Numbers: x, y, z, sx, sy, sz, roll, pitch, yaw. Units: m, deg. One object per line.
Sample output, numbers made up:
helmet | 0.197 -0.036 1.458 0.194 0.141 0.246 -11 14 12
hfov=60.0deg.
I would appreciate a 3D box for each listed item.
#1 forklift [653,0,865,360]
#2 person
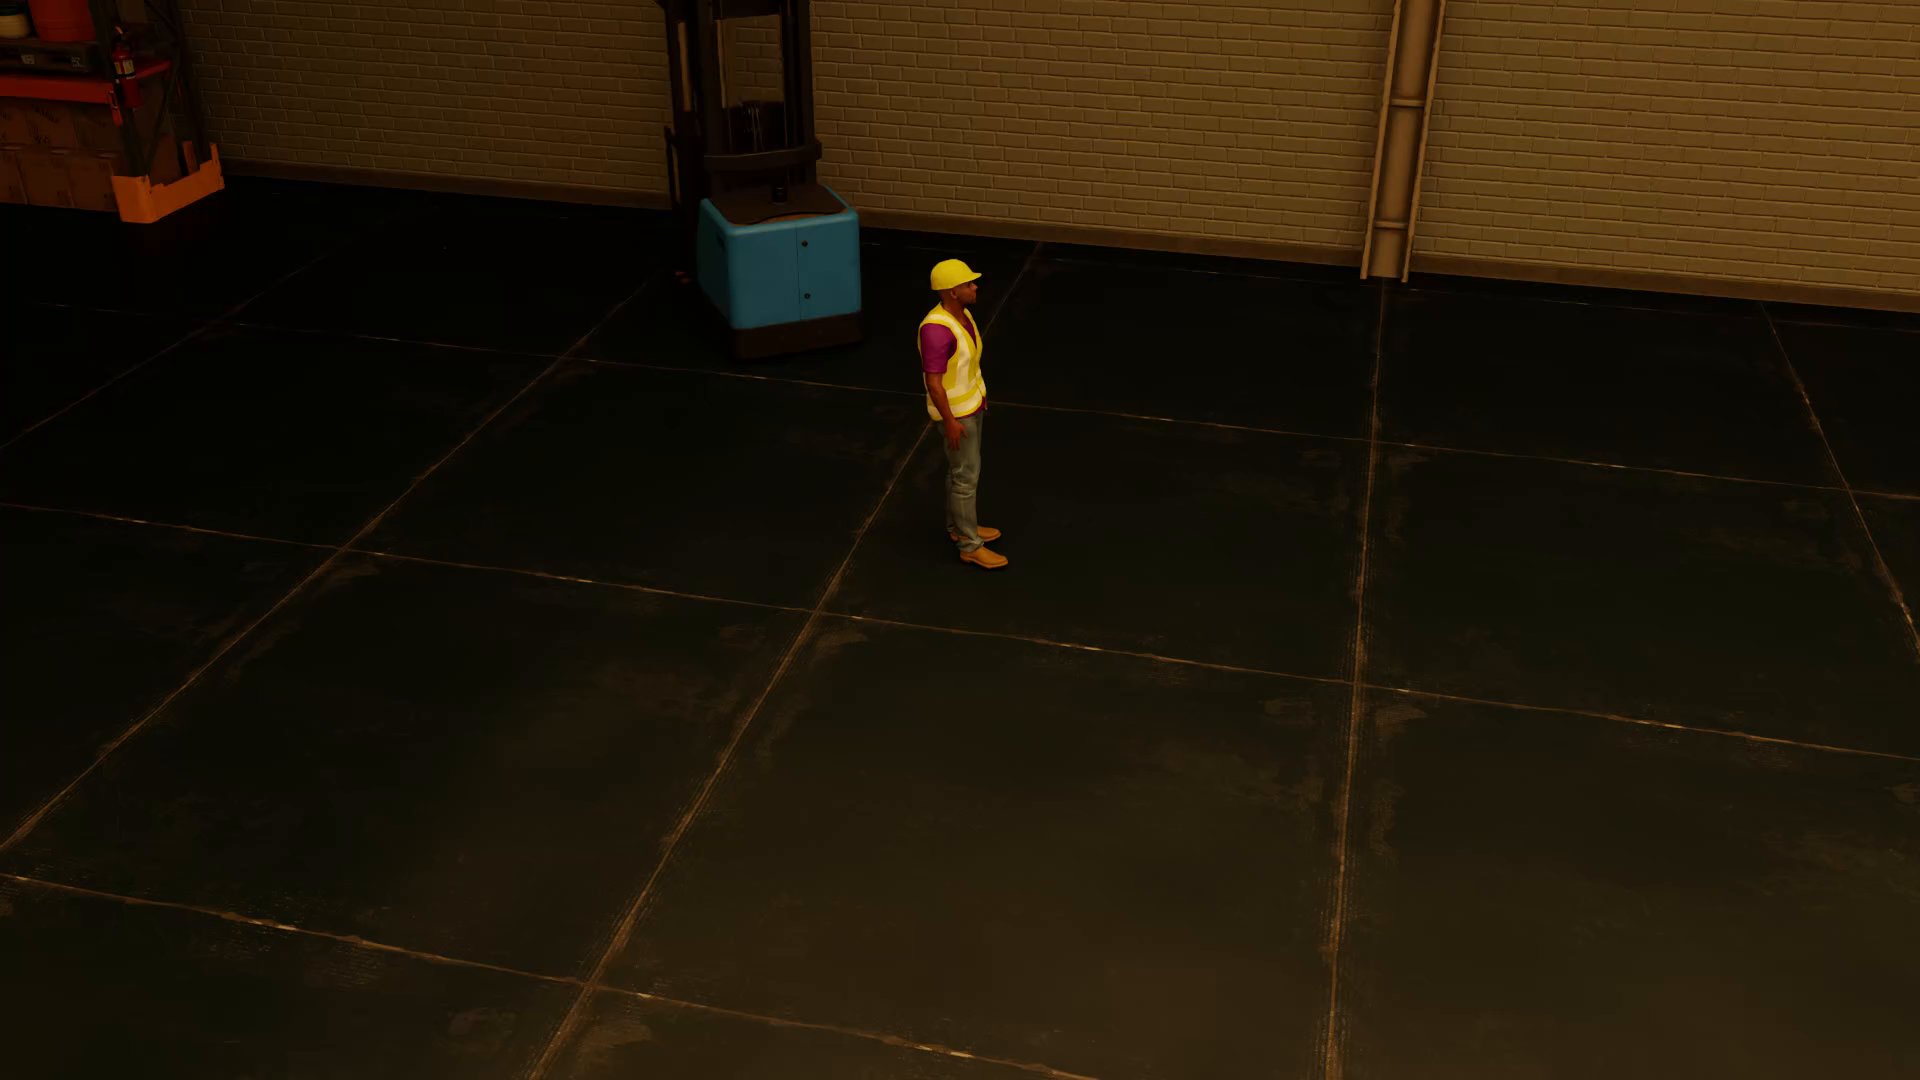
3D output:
forklift | -1.756 -3.326 13.041 1.130 2.935 3.031 -11 31 -19
person | 0.067 -0.764 9.686 0.575 1.768 0.666 7 30 12
